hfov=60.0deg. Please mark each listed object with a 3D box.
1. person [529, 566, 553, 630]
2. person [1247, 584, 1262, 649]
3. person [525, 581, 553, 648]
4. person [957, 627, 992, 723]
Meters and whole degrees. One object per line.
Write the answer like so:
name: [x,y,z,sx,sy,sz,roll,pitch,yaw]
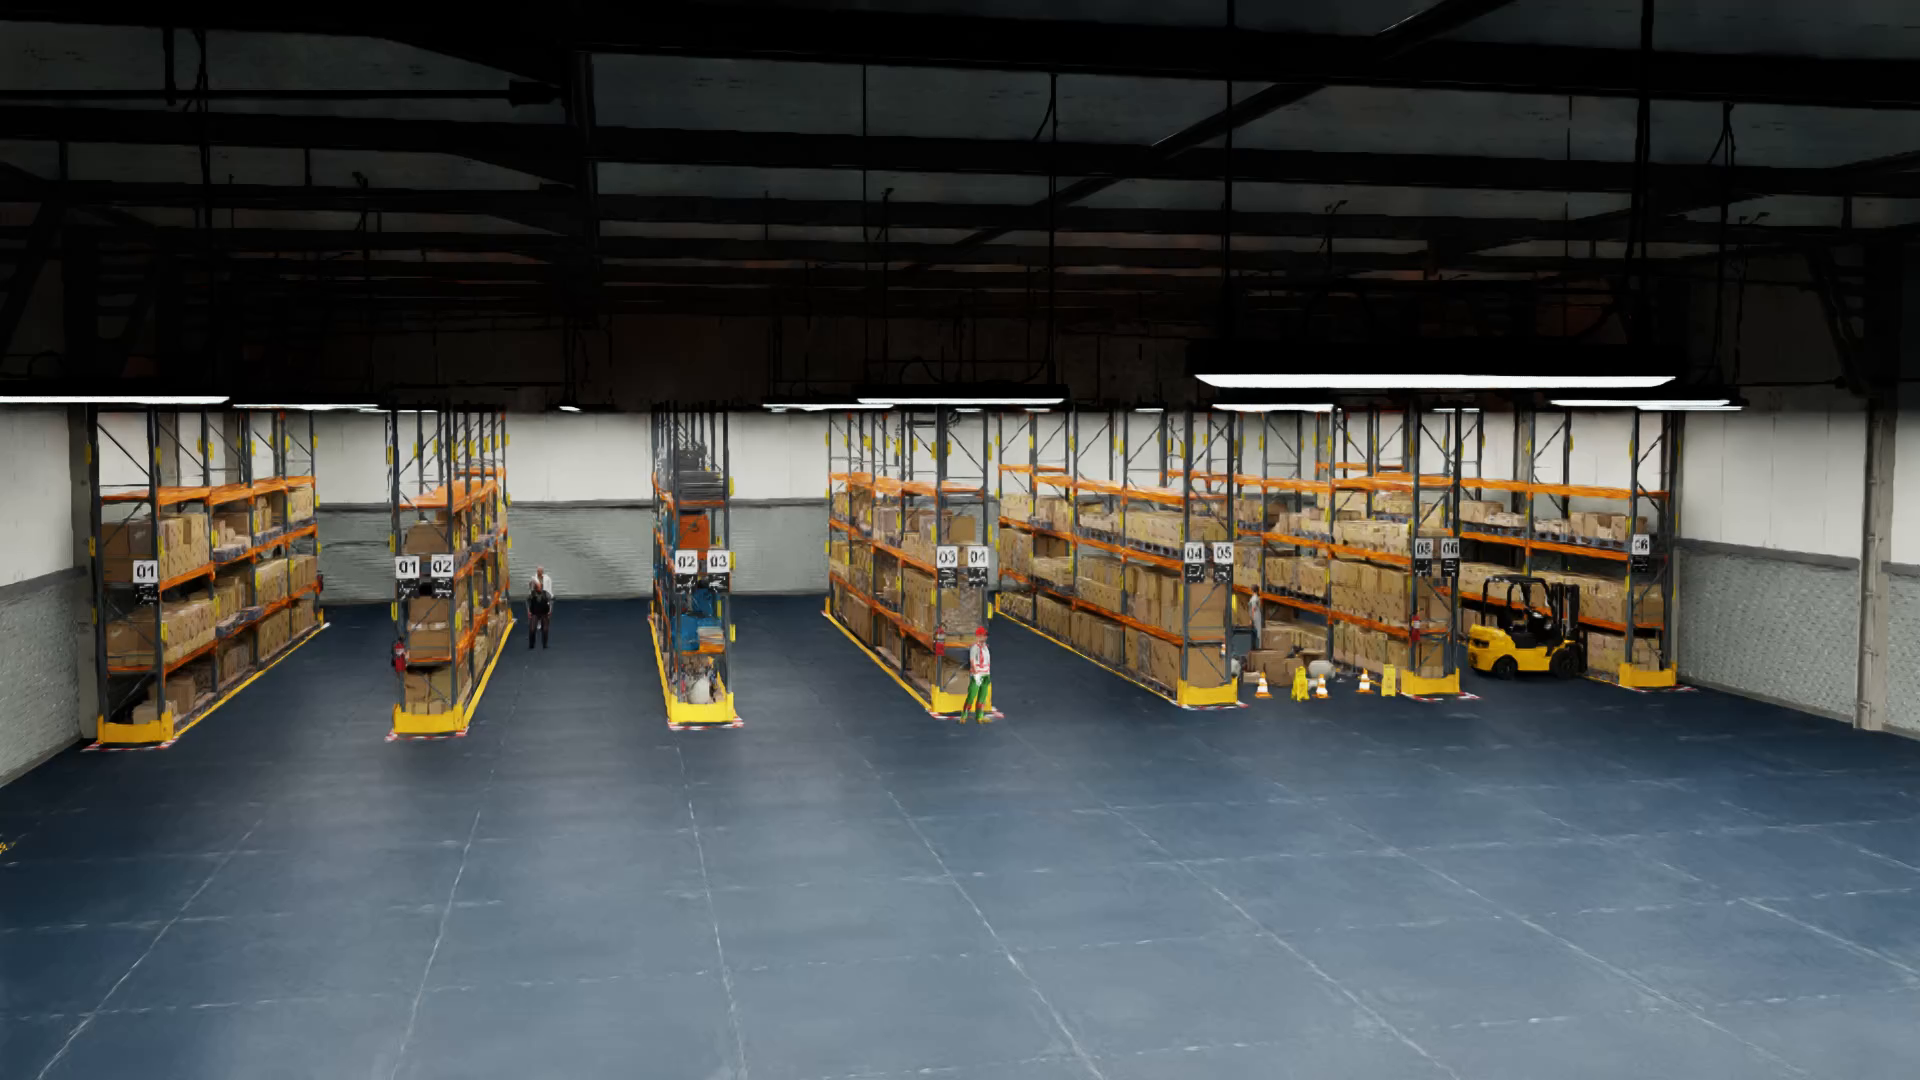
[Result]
person: [-11.124,1.532,44.125,0.598,1.698,1.194,-1,4,-10]
person: [6.999,1.882,39.691,0.575,1.665,0.560,1,4,14]
person: [-10.313,1.824,40.768,0.677,1.671,0.534,-1,4,-14]
person: [0.279,2.511,30.854,0.487,1.788,0.712,3,5,32]
